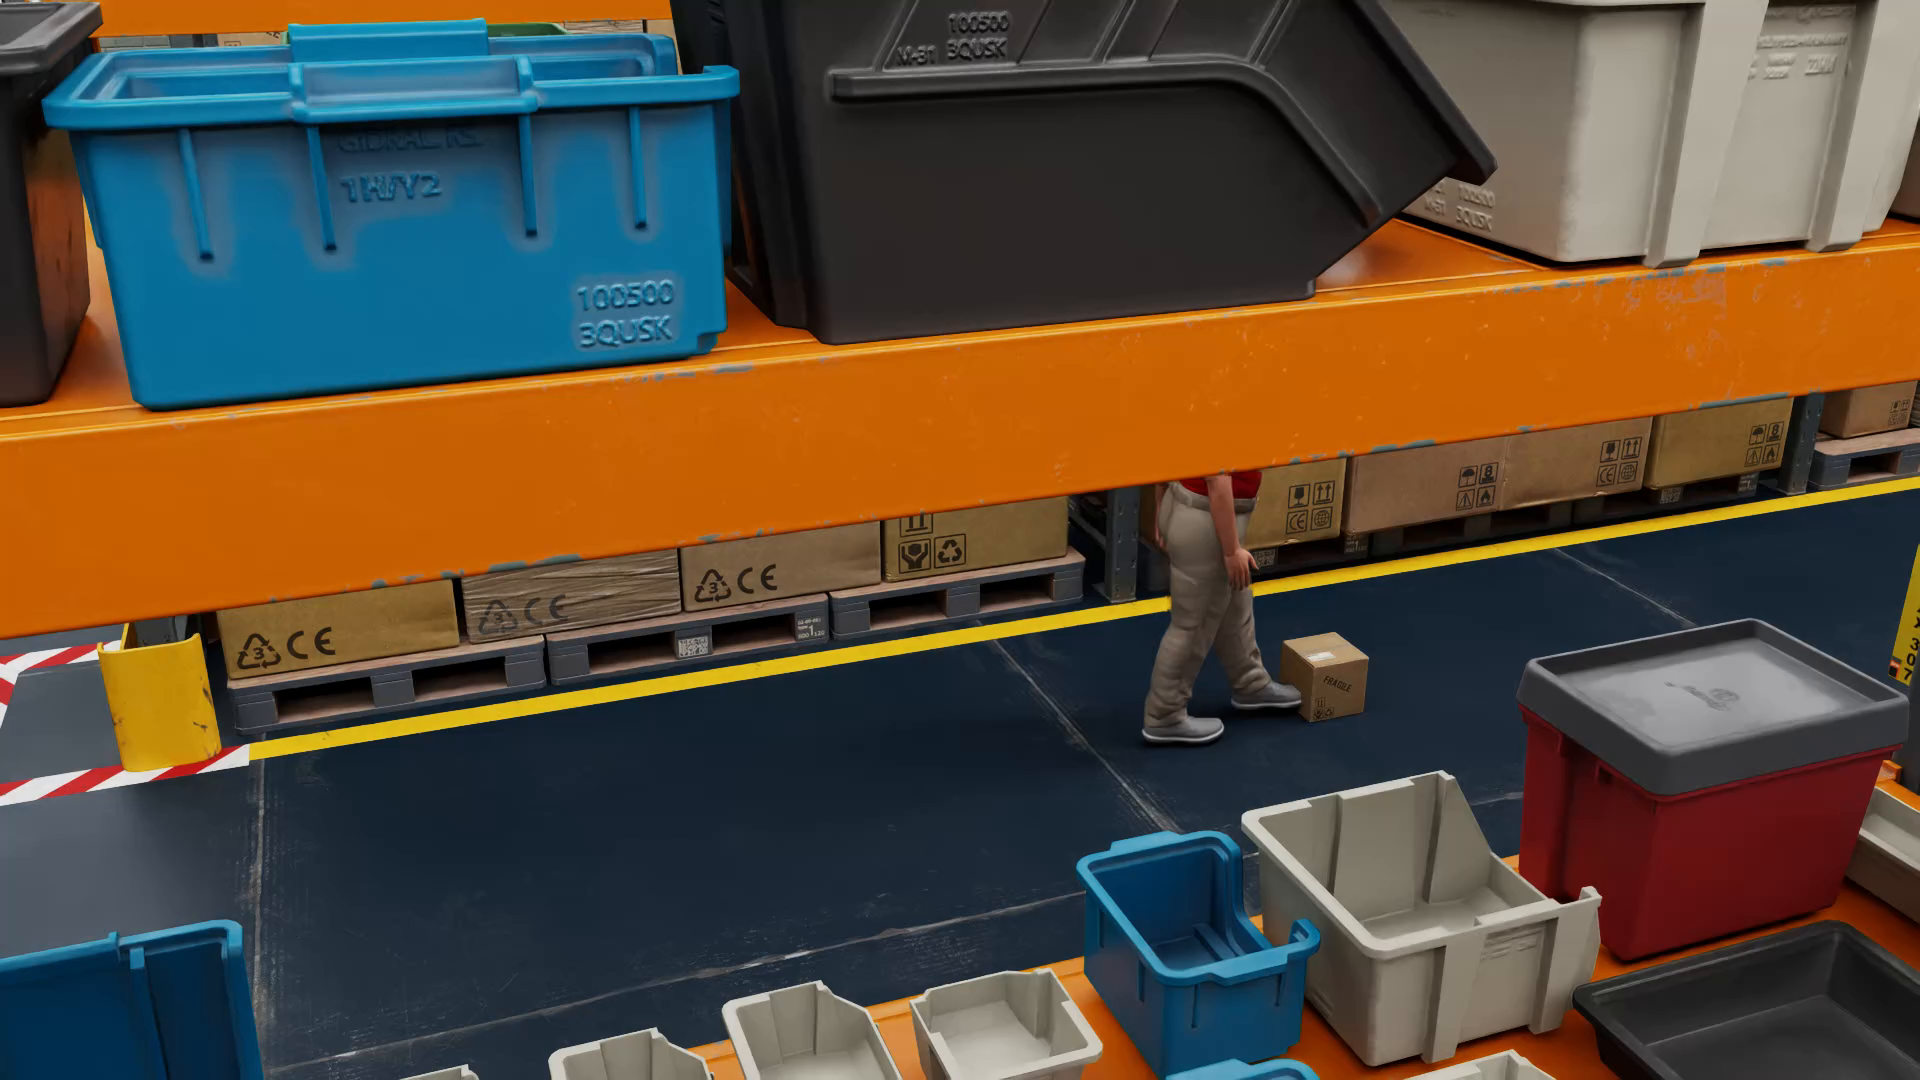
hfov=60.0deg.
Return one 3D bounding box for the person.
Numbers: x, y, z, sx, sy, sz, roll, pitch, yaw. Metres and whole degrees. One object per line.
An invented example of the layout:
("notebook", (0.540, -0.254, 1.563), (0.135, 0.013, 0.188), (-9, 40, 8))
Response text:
("person", (1.063, -0.052, 6.216), (0.732, 1.715, 0.549), (-2, 23, -6))
